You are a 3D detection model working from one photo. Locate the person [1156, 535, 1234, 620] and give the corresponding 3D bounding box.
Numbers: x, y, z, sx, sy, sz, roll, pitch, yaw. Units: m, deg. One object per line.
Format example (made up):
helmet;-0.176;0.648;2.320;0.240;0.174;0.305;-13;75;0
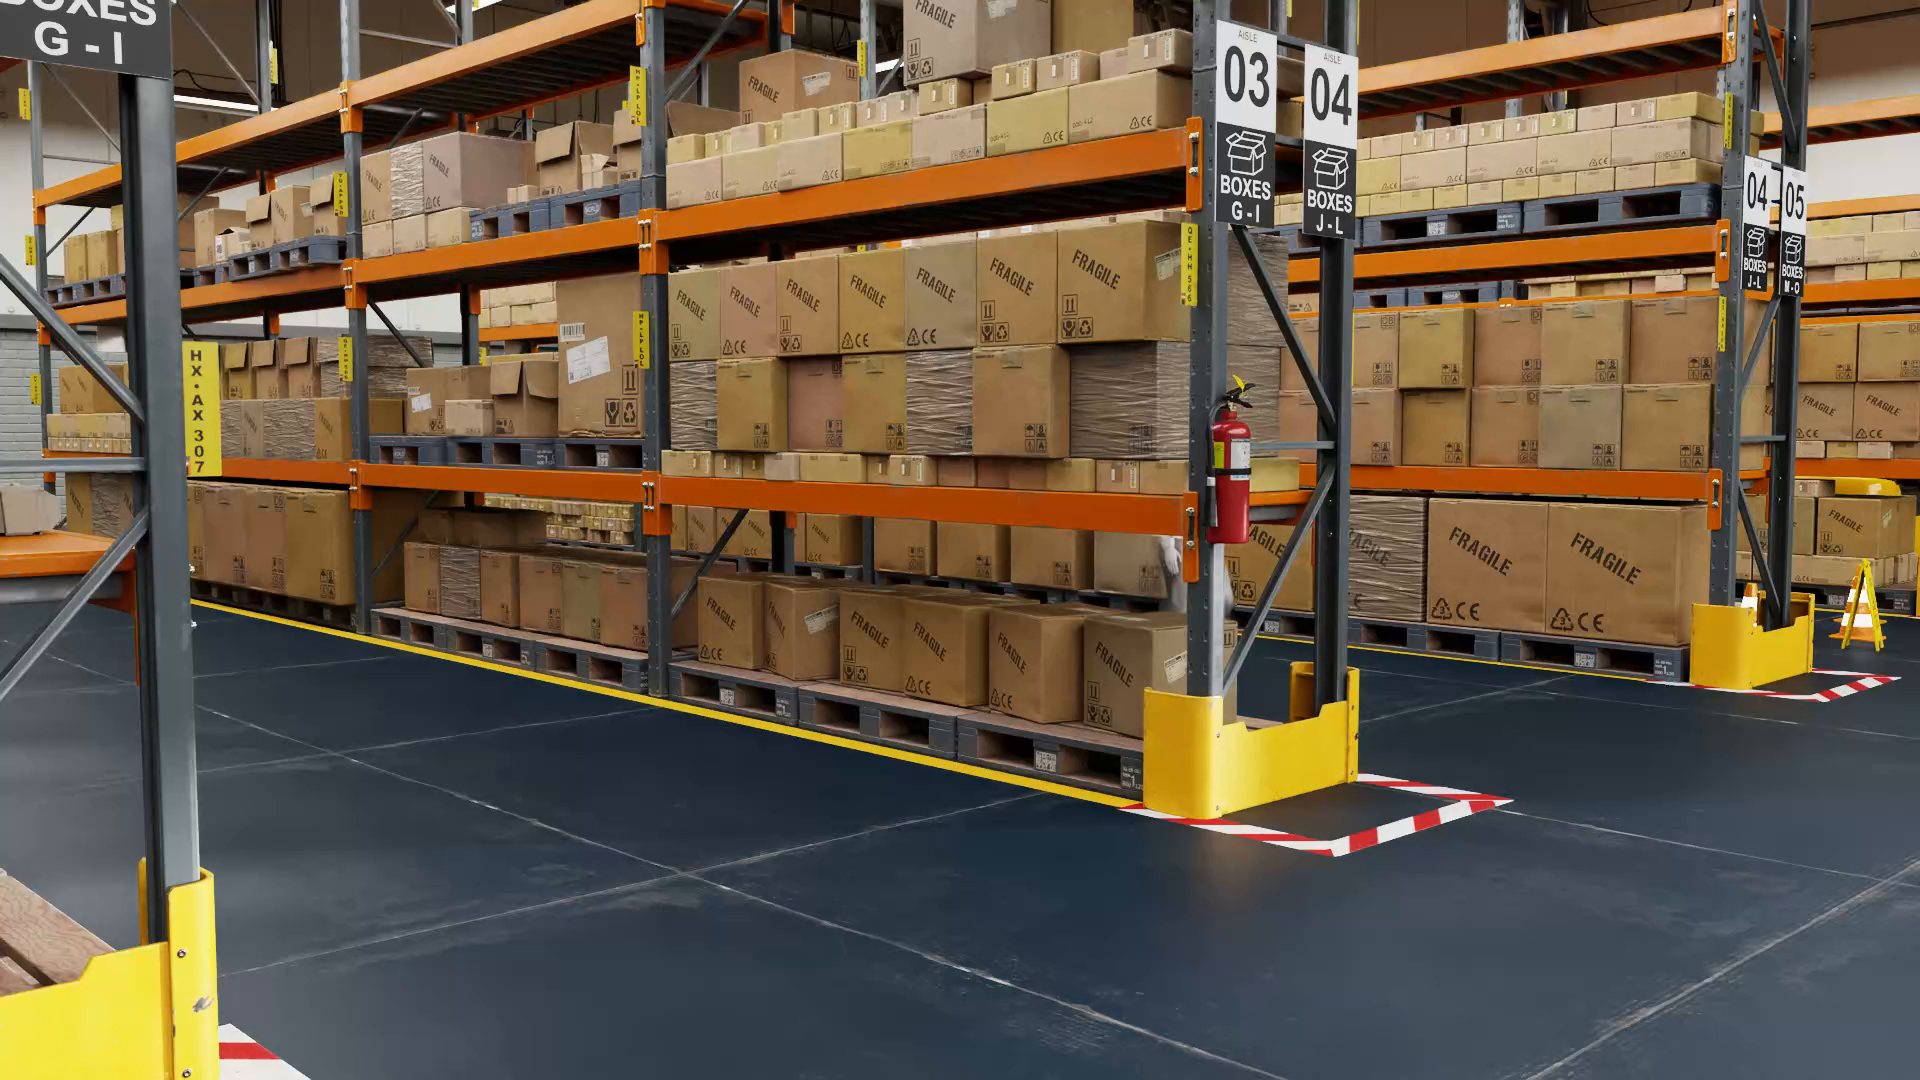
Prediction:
person;1.387;0.044;9.985;0.484;1.700;0.436;-2;5;-30
